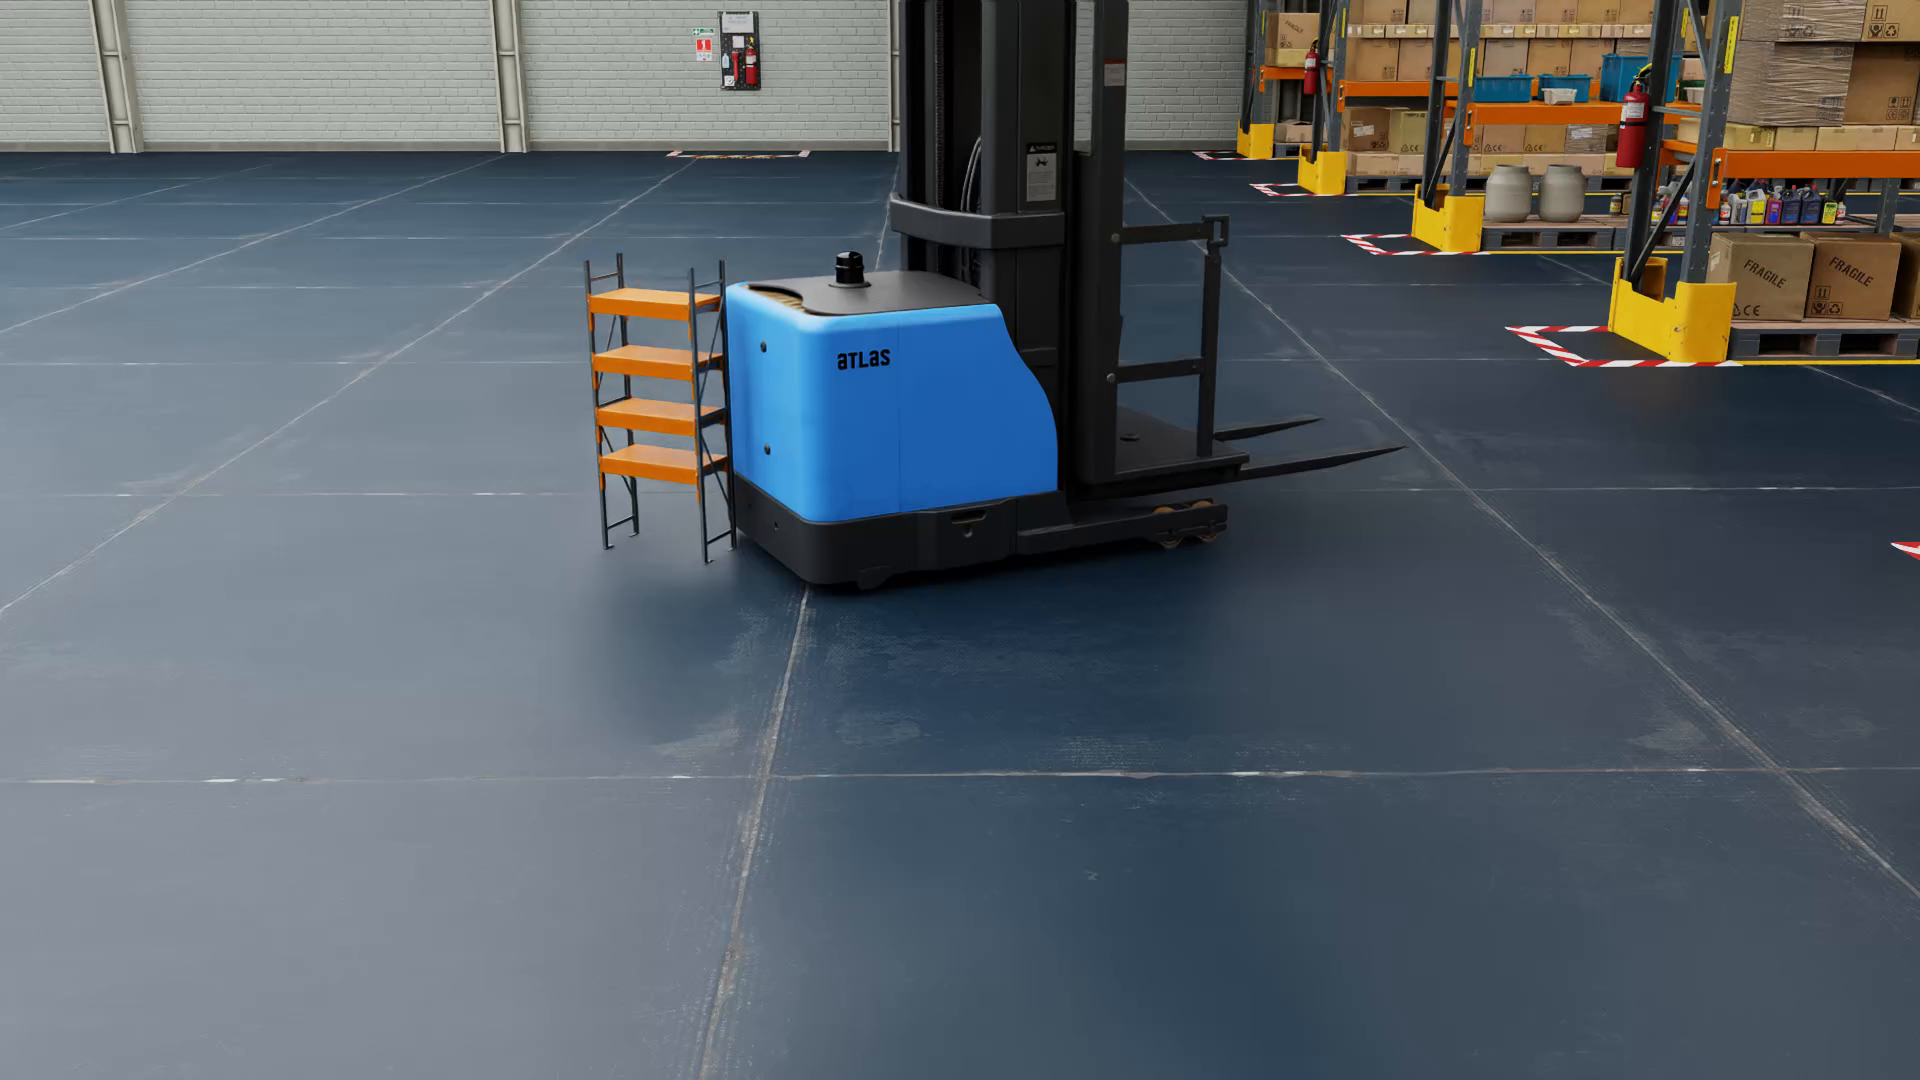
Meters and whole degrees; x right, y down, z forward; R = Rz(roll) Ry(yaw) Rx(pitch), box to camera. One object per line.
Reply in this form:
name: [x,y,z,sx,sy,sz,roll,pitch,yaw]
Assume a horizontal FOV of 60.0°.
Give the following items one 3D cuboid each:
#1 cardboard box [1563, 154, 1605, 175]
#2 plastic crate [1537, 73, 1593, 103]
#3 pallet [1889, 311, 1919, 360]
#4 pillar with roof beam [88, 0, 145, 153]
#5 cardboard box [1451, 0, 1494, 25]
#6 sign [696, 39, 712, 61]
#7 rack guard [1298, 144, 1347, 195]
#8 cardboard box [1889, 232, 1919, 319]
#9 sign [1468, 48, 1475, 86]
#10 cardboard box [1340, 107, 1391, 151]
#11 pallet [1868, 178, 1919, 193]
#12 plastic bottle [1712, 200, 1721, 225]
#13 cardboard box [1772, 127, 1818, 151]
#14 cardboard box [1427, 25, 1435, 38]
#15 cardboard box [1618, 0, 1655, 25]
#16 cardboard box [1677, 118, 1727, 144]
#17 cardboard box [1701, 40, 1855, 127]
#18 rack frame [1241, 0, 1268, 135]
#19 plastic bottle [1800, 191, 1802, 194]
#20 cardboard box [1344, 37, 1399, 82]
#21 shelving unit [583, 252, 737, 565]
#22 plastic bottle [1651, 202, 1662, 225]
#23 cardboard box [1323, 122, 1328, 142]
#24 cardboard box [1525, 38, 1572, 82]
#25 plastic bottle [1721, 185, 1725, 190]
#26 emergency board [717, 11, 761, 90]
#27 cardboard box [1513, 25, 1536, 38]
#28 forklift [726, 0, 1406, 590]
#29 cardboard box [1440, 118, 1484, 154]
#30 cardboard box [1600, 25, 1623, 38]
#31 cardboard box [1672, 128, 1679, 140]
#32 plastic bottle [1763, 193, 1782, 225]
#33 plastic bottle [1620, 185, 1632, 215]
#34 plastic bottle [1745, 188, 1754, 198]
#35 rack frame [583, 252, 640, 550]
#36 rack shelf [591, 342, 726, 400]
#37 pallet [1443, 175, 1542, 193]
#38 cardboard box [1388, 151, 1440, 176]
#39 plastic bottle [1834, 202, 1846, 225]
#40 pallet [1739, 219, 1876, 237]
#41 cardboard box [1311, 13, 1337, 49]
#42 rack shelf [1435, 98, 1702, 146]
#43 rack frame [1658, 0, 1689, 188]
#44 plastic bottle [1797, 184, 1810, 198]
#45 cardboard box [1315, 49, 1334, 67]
cardboard box: [7.515,-4.600,20.290,0.500,0.250,0.500,0,18,-1]
plastic crate: [5.696,-4.270,15.690,0.408,0.251,0.499,0,18,-1]
pallet: [6.734,-1.403,11.076,1.213,0.211,1.003,0,18,-1]
pillar with roof beam: [-12.849,-8.994,20.351,0.400,9.000,9.100,0,18,-1]
cardboard box: [6.026,-6.429,19.890,0.500,0.500,0.700,0,18,-1]
sign: [-3.945,-7.555,25.630,0.234,0.329,0.001,0,18,-1]
rack guard: [4.452,-4.568,20.468,0.348,0.500,1.175,0,18,-1]
cardboard box: [6.477,-1.751,10.999,0.500,0.500,0.500,1,18,4]
sign: [4.555,-4.209,14.805,0.005,0.325,0.100,0,18,-1]
cardboard box: [5.008,-5.099,20.619,0.500,0.500,0.500,0,18,-1]
pallet: [11.651,-4.477,20.658,1.213,0.211,1.003,0,18,-1]
plastic bottle: [7.014,-3.072,15.460,0.097,0.271,0.097,0,18,0]
cardboard box: [5.168,-2.537,10.456,0.250,0.149,0.380,0,18,-1]
cardboard box: [5.637,-6.054,19.784,0.250,0.149,0.380,-1,18,-2]
cardboard box: [8.032,-6.439,19.921,0.500,0.500,0.700,0,18,-1]
cardboard box: [4.910,-2.677,10.894,0.250,0.149,0.380,0,18,-1]
cardboard box: [5.179,-2.916,10.576,0.500,0.500,0.875,0,18,-1]
rack frame: [4.394,-7.271,24.803,0.127,3.000,1.000,0,18,-1]
plastic bottle: [8.224,-3.307,16.193,0.097,0.271,0.097,0,18,0]
cardboard box: [4.943,-5.804,20.066,0.500,0.500,0.700,0,18,-1]
shelving unit: [-1.209,-0.534,6.748,0.503,1.200,0.258,8,19,23]
plastic bottle: [6.472,-3.036,15.463,0.097,0.201,0.097,0,18,0]
cardboard box: [5.657,-6.179,25.080,0.500,0.311,0.500,1,18,4]
cardboard box: [7.003,-5.815,20.101,0.500,0.500,0.700,0,18,0]
plastic bottle: [7.382,-3.314,16.196,0.133,0.283,0.061,1,18,2]
emergency board: [-3.390,-7.509,25.546,0.643,1.169,0.194,0,18,-1]
cardboard box: [6.672,-6.059,19.800,0.250,0.149,0.380,0,18,1]
forklift: [0.561,-1.500,6.925,3.031,2.935,1.130,-9,20,-26]
cardboard box: [6.015,-4.950,20.153,0.500,0.500,0.500,0,18,-1]
cardboard box: [7.698,-6.064,19.816,0.250,0.149,0.380,-1,18,-2]
cardboard box: [8.893,-4.861,20.186,0.500,0.311,0.500,0,18,-1]
plastic bottle: [7.556,-3.075,15.449,0.133,0.283,0.061,1,18,3]
plastic bottle: [6.496,-3.310,16.182,0.133,0.283,0.061,0,18,0]
plastic bottle: [7.593,-3.260,16.046,0.097,0.271,0.097,0,18,0]
rack frame: [-1.431,-0.565,6.845,0.015,1.200,0.240,8,19,23]
rack shelf: [-1.209,-0.683,6.700,0.480,0.148,0.258,8,19,23]
pallet: [6.457,-4.452,20.580,1.213,0.211,1.003,0,18,-1]
cardboard box: [5.516,-4.587,20.250,0.500,0.250,0.500,0,18,-1]
plastic bottle: [8.192,-3.045,15.489,0.097,0.201,0.097,0,18,0]
pallet: [7.878,-2.946,15.886,1.213,0.211,1.003,0,18,-1]
cardboard box: [5.371,-7.476,24.427,0.500,0.500,0.500,0,18,-1]
rack shelf: [6.550,-3.912,15.511,4.000,0.370,1.077,0,18,-1]
rack frame: [8.476,-5.777,20.147,0.127,3.000,1.000,0,18,-1]
plastic bottle: [7.908,-3.166,15.621,0.185,0.351,0.144,0,18,-1]
cardboard box: [5.406,-7.121,24.549,0.500,0.250,0.500,-1,18,-3]
